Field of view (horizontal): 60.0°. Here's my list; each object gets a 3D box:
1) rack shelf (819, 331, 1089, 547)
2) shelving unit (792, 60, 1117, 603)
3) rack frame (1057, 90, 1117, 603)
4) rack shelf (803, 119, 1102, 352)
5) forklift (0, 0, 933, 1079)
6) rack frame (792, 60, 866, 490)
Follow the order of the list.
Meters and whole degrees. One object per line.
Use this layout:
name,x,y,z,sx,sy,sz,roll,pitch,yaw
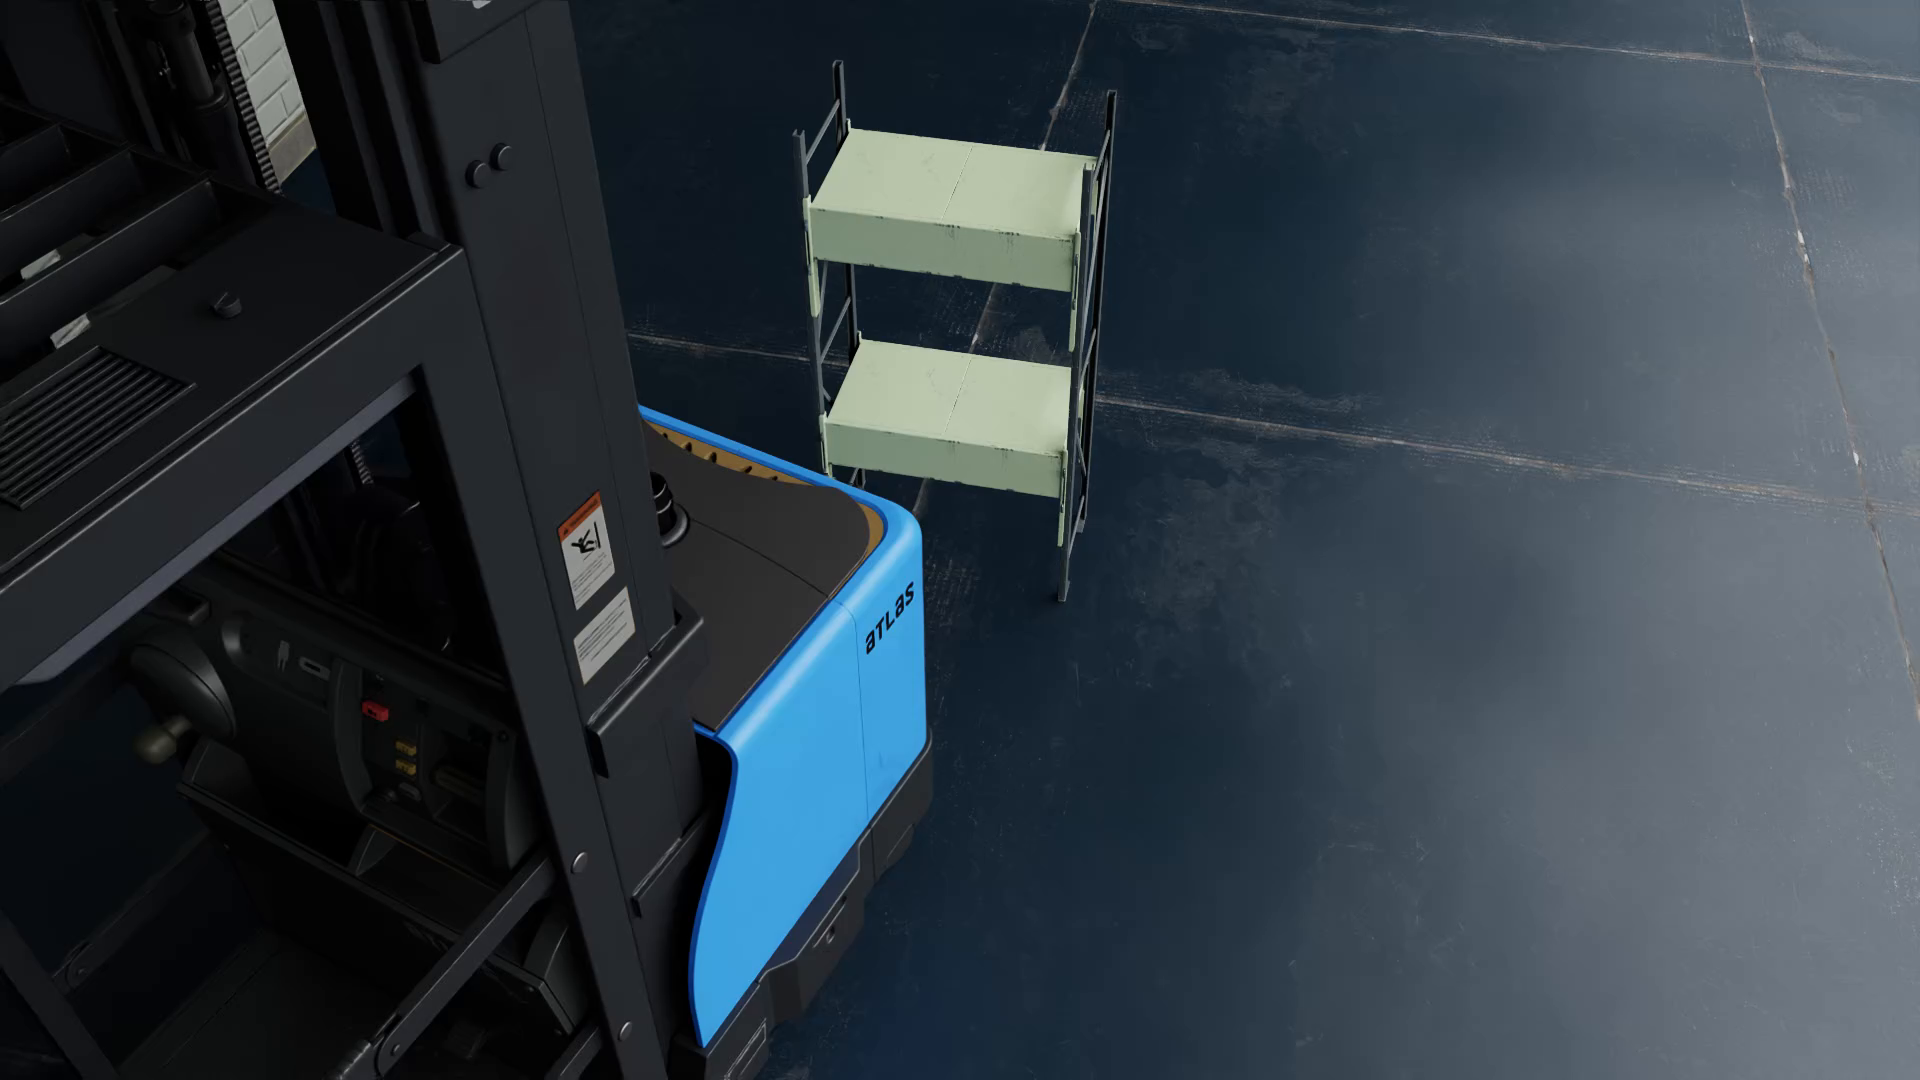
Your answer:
rack shelf,-0.007,-0.306,4.957,0.720,0.370,0.431,9,45,9
shelving unit,-0.007,-0.541,4.731,0.755,1.500,0.431,9,45,9
rack frame,0.351,-0.486,4.673,0.023,1.500,0.400,9,45,9
rack shelf,-0.007,-0.823,4.460,0.720,0.370,0.431,9,45,9
forklift,-1.229,0.385,2.736,1.130,2.935,3.031,21,48,21
rack frame,-0.364,-0.597,4.789,0.023,1.500,0.400,9,45,9
